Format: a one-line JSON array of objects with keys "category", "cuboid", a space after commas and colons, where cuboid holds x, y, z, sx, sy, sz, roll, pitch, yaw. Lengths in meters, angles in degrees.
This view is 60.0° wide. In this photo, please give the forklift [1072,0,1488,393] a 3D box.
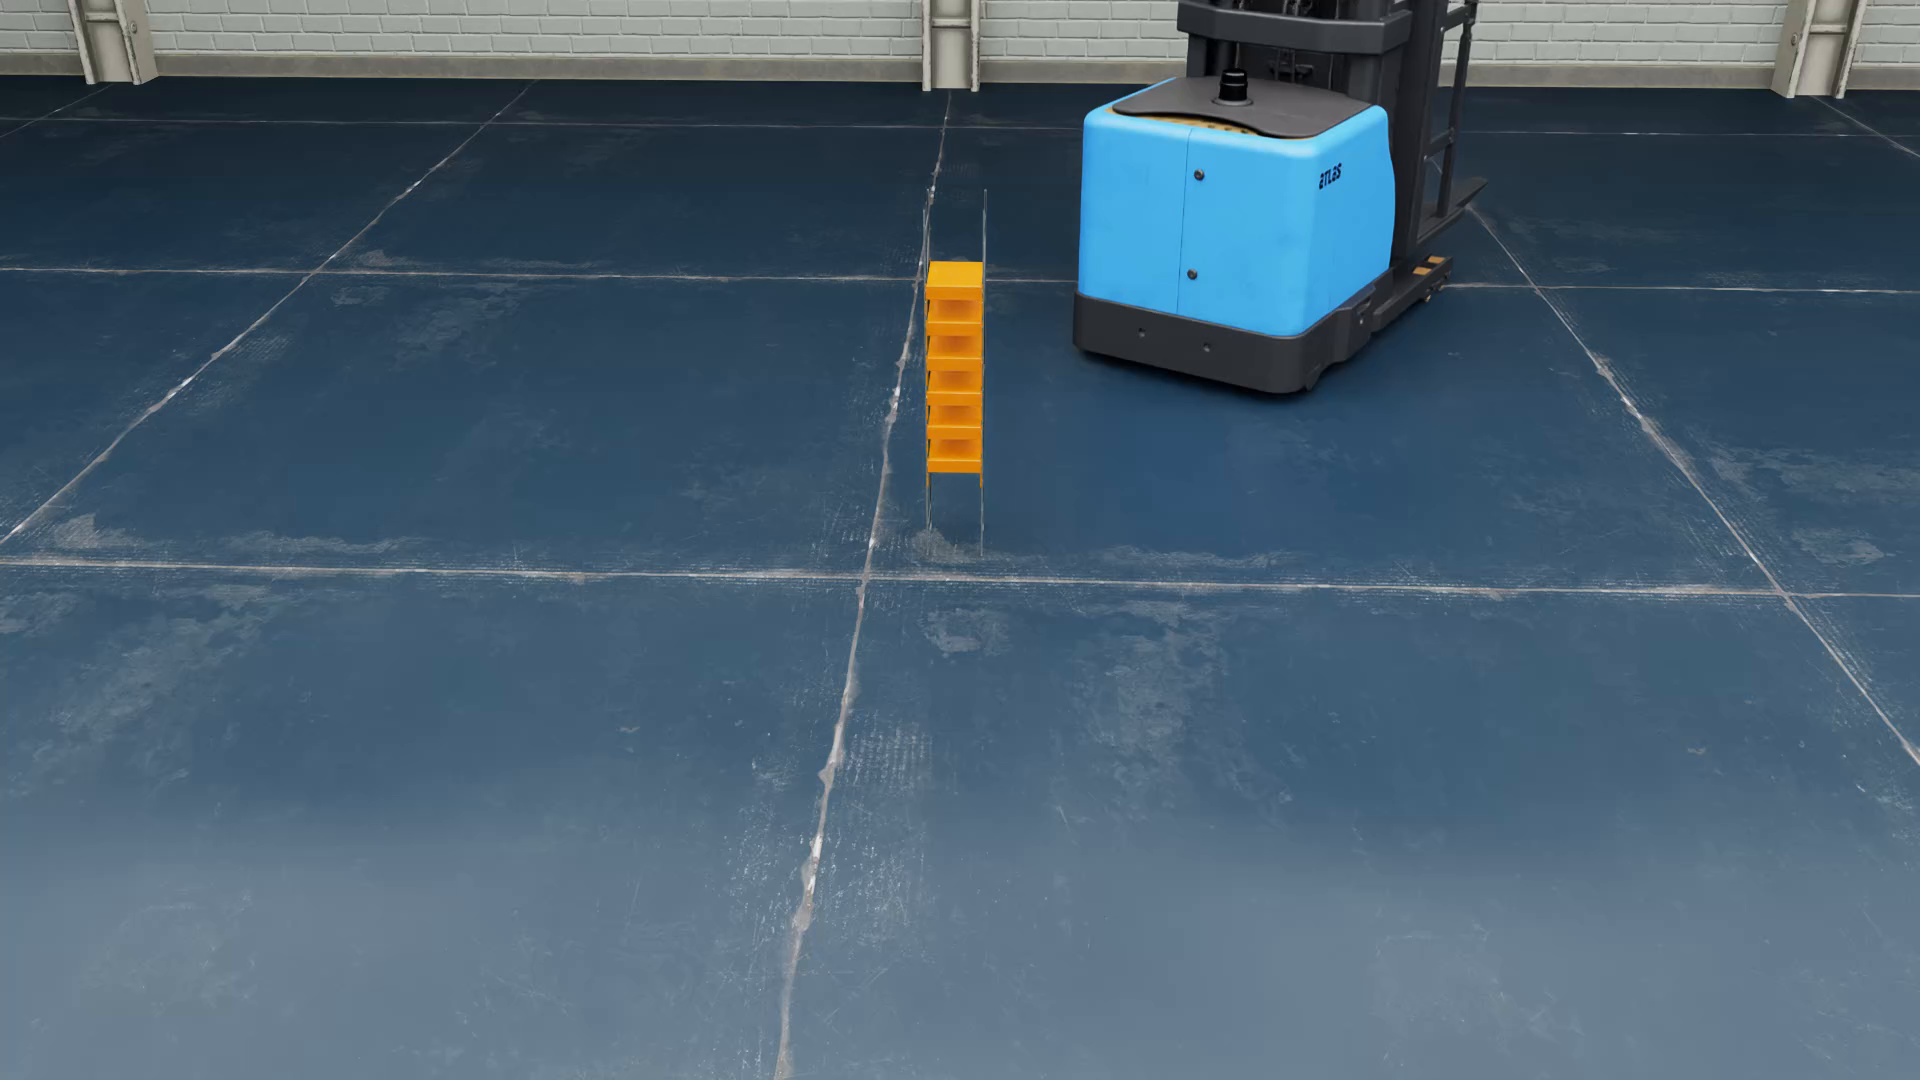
[{"category": "forklift", "cuboid": [1.719, -2.530, 7.393, 1.130, 2.935, 3.031, 17, 32, 29]}]

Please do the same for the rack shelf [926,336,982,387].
[{"category": "rack shelf", "cuboid": [-0.014, -0.597, 5.434, 0.180, 0.103, 0.258, 1, 28, 2]}]

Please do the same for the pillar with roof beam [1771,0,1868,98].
[{"category": "pillar with roof beam", "cuboid": [5.784, -5.098, 5.759, 0.400, 9.000, 9.100, 1, 28, 2]}]

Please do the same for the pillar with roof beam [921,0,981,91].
[{"category": "pillar with roof beam", "cuboid": [-0.212, -5.197, 5.946, 0.400, 9.000, 9.100, 1, 28, 2]}]

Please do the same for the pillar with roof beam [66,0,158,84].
[{"category": "pillar with roof beam", "cuboid": [-6.209, -5.296, 6.133, 0.400, 9.000, 9.100, 1, 28, 2]}]

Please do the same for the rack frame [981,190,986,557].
[{"category": "rack frame", "cuboid": [0.077, -0.529, 5.467, 0.006, 1.200, 0.240, 1, 28, 2]}]

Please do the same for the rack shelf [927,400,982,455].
[{"category": "rack shelf", "cuboid": [-0.014, -0.385, 5.546, 0.180, 0.103, 0.258, 1, 28, 2]}]

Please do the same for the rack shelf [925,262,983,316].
[{"category": "rack shelf", "cuboid": [-0.014, -0.809, 5.322, 0.180, 0.103, 0.258, 1, 28, 2]}]

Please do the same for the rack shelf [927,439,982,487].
[{"category": "rack shelf", "cuboid": [-0.014, -0.279, 5.603, 0.180, 0.103, 0.258, 1, 28, 2]}]

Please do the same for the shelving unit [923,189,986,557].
[{"category": "shelving unit", "cuboid": [-0.014, -0.530, 5.469, 0.189, 1.200, 0.258, 1, 28, 2]}]

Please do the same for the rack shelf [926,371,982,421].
[{"category": "rack shelf", "cuboid": [-0.014, -0.491, 5.490, 0.180, 0.103, 0.258, 1, 28, 2]}]

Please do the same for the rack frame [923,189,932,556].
[{"category": "rack frame", "cuboid": [-0.106, -0.532, 5.472, 0.006, 1.200, 0.240, 1, 28, 2]}]

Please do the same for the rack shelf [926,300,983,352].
[{"category": "rack shelf", "cuboid": [-0.014, -0.703, 5.378, 0.180, 0.103, 0.258, 1, 28, 2]}]
